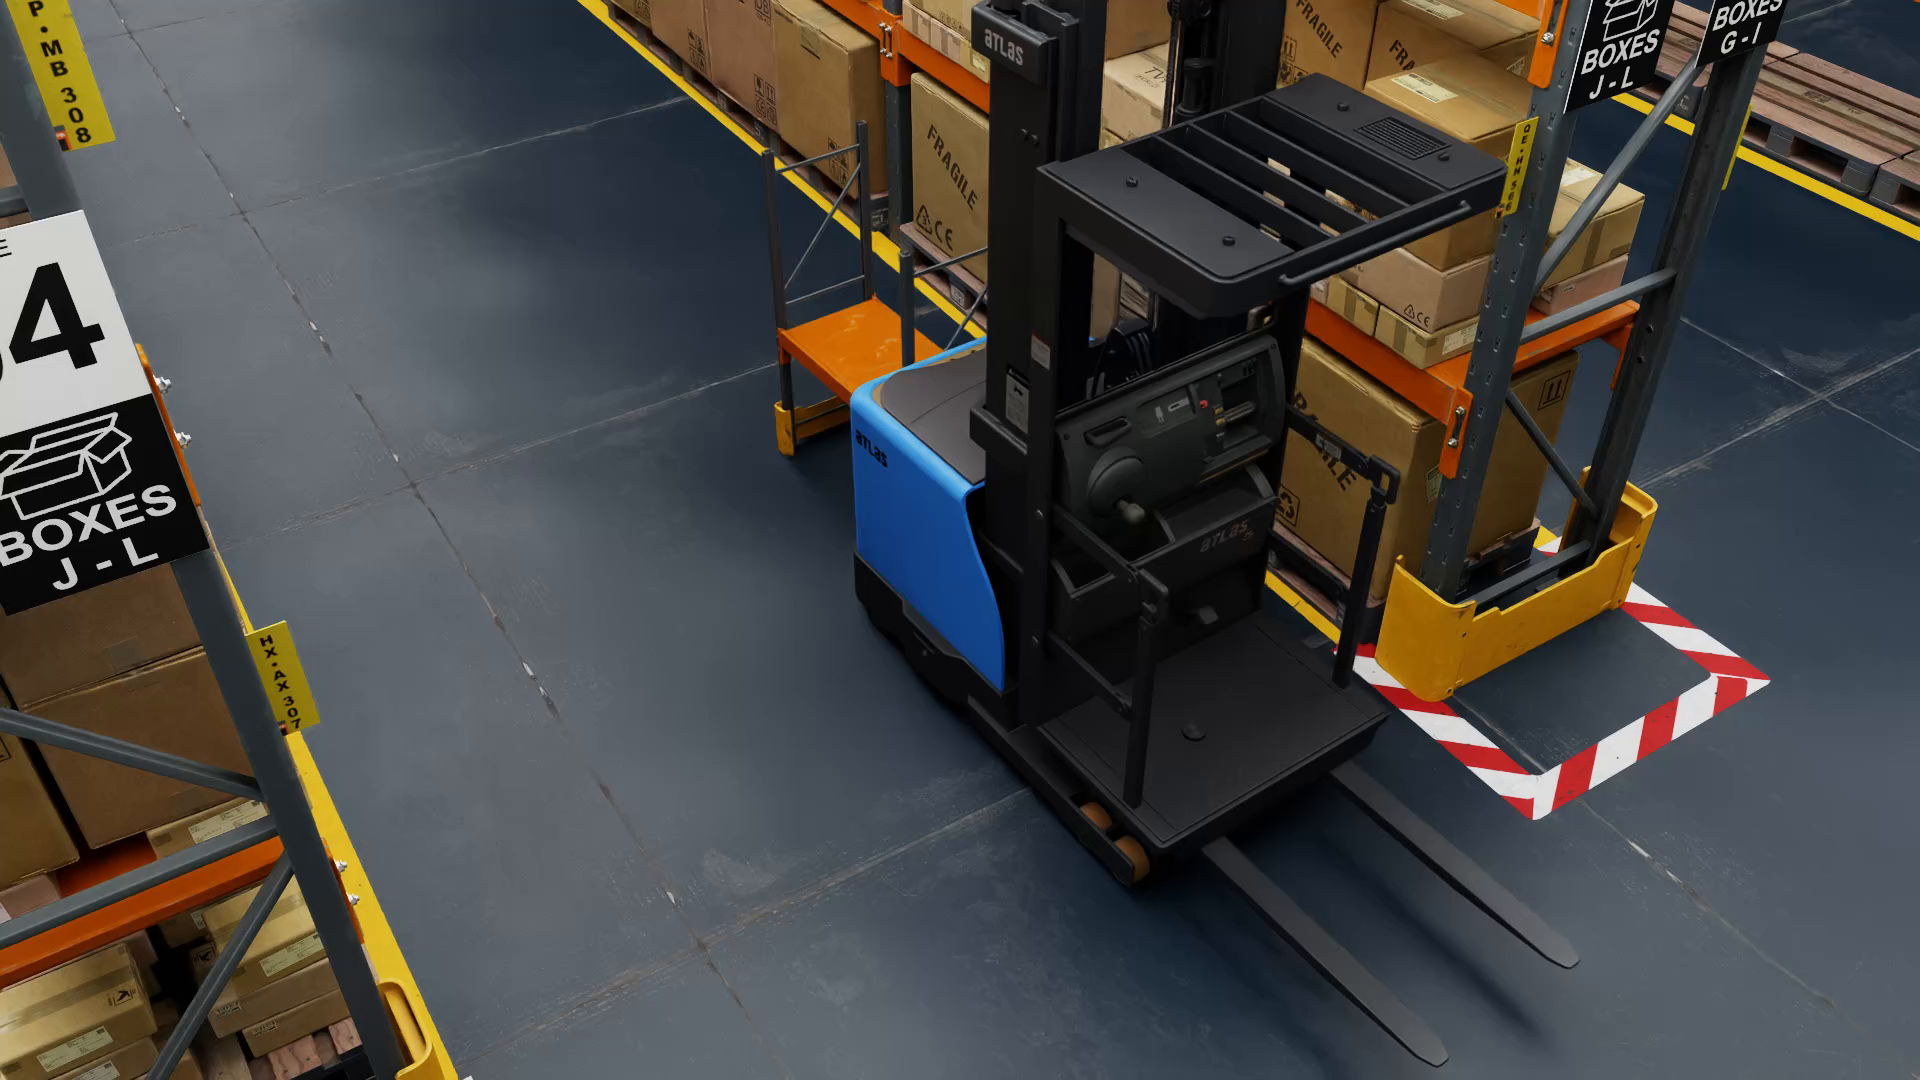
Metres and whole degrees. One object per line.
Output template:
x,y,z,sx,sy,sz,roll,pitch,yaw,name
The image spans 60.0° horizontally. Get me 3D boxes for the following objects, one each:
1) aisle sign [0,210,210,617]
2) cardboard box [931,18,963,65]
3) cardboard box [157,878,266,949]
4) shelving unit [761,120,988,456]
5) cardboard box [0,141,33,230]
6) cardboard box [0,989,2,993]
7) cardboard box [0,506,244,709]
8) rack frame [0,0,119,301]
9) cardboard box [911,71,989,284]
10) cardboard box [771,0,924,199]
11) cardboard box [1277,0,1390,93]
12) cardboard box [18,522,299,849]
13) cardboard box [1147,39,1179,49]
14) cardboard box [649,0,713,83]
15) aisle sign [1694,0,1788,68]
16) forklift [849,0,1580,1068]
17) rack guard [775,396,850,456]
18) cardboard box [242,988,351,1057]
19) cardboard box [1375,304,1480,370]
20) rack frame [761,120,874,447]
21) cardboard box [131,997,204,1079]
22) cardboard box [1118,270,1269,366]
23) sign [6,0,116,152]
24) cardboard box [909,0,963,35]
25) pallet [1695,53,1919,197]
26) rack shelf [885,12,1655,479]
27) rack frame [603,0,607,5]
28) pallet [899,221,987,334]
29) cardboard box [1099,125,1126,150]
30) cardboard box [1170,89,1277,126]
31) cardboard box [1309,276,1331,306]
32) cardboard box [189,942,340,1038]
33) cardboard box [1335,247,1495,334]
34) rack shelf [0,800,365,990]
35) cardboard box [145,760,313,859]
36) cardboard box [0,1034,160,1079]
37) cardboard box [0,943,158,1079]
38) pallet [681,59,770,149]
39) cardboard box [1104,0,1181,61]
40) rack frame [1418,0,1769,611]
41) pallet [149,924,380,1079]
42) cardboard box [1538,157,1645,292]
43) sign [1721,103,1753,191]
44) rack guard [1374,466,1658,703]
-1.731,-0.218,3.138,0.394,0.787,0.004,-22,45,-24,aisle sign
0.082,-2.455,8.049,0.380,0.149,0.250,-24,45,-26,cardboard box
-2.269,1.042,5.090,0.380,0.149,0.250,-21,44,-24,cardboard box
-0.304,-0.832,7.077,0.587,1.500,1.083,-24,46,-26,shelving unit
-2.046,-0.774,3.220,0.500,0.250,0.500,-21,44,-24,cardboard box
-2.829,1.197,5.137,0.380,0.149,0.250,-24,45,-26,cardboard box
-2.041,-0.026,3.847,0.500,0.500,0.500,-22,45,-25,cardboard box
-2.024,-1.461,1.973,1.000,3.000,0.127,-22,45,-24,rack frame
0.349,-1.929,8.553,0.875,0.875,0.875,-22,45,-24,cardboard box
-0.299,-2.651,9.420,1.225,0.875,0.875,-22,45,-24,cardboard box
1.630,-2.053,6.669,0.500,0.500,0.500,-23,45,-26,cardboard box
-2.032,0.354,4.171,0.500,0.500,0.500,-20,44,-22,cardboard box
0.640,-2.133,7.351,0.500,0.250,0.500,-21,44,-23,cardboard box
-1.263,-3.608,10.569,1.225,0.875,0.875,-22,45,-24,cardboard box
2.504,-1.872,5.122,0.394,0.787,0.004,-22,45,-24,aisle sign
0.829,-0.282,5.299,1.130,2.935,3.031,-24,46,-26,forklift
-0.592,-0.612,7.789,0.587,0.250,0.087,-24,46,-26,rack guard
-2.035,1.385,5.144,0.380,0.149,0.250,-21,44,-24,cardboard box
1.744,-0.791,6.052,0.380,0.149,0.250,-21,44,-24,cardboard box
-0.604,-1.102,7.401,0.500,1.500,0.032,-24,46,-26,rack frame
-2.482,1.566,4.927,0.380,0.149,0.250,-21,44,-24,cardboard box
1.312,-0.963,7.394,0.875,0.875,0.875,-22,45,-24,cardboard box
-1.566,-0.831,2.878,0.100,0.325,0.005,-22,45,-24,sign
0.094,-2.680,8.008,0.500,0.250,0.500,-23,45,-25,cardboard box
5.326,-2.558,10.155,1.003,0.211,1.213,-22,45,-24,pallet
1.137,-1.612,7.403,1.077,0.370,4.000,-22,45,-24,rack shelf
-2.089,-5.126,11.059,1.000,3.000,0.127,-22,45,-24,rack frame
0.405,-1.459,8.836,1.003,0.211,1.213,-22,45,-24,pallet
0.780,-1.756,7.210,0.380,0.149,0.250,-24,45,-26,cardboard box
1.182,-1.584,6.693,0.500,0.250,0.500,-24,45,-26,cardboard box
1.468,-1.067,6.384,0.380,0.149,0.250,-22,45,-24,cardboard box
-2.089,1.293,5.022,0.380,0.149,0.250,-20,44,-23,cardboard box
1.728,-1.035,6.034,0.500,0.250,0.500,-23,45,-25,cardboard box
-3.099,0.041,5.419,1.077,0.370,4.000,-22,45,-24,rack shelf
-1.921,0.653,4.319,0.380,0.149,0.250,-23,45,-25,cardboard box
-2.548,1.477,4.801,0.380,0.149,0.250,-23,45,-25,cardboard box
-2.522,1.351,4.720,0.380,0.149,0.250,-22,44,-24,cardboard box
-1.077,-2.946,10.620,1.003,0.211,1.213,-22,45,-24,pallet
0.646,-2.418,7.108,0.500,0.500,0.500,-24,45,-26,cardboard box
2.213,-0.809,5.877,1.000,3.000,0.127,-22,45,-24,rack frame
-2.471,1.424,5.376,1.003,0.211,1.213,-22,45,-24,pallet
2.182,-1.217,6.252,0.500,0.250,0.500,-23,45,-25,cardboard box
2.684,-1.359,5.800,0.100,0.325,0.005,-22,45,-24,sign
2.226,0.165,6.662,1.175,0.500,0.348,-22,45,-24,rack guard
